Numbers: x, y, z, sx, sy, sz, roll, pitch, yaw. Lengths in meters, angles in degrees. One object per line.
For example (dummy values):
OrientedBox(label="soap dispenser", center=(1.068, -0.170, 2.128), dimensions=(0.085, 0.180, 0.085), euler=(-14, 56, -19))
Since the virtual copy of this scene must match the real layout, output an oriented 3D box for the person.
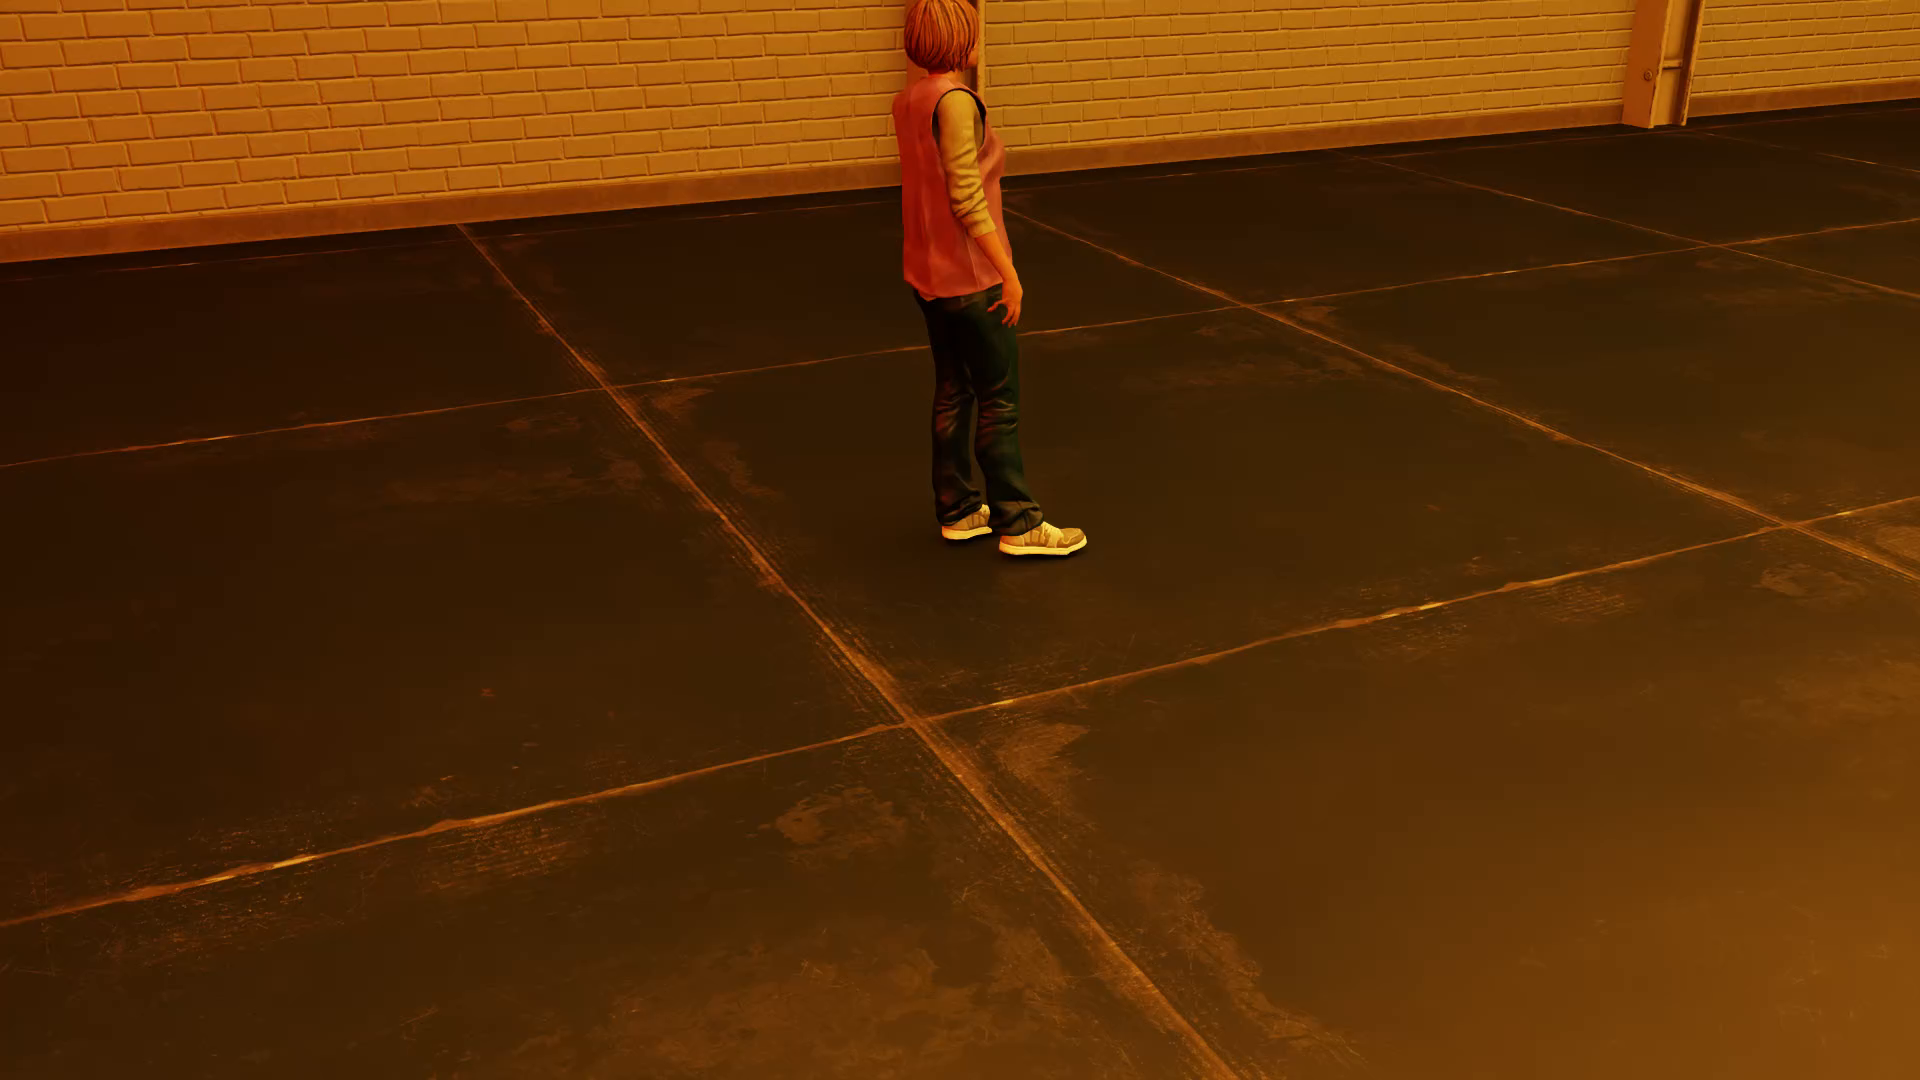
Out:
OrientedBox(label="person", center=(0.074, -0.752, 4.815), dimensions=(0.473, 1.599, 0.520), euler=(-10, 25, -23))
